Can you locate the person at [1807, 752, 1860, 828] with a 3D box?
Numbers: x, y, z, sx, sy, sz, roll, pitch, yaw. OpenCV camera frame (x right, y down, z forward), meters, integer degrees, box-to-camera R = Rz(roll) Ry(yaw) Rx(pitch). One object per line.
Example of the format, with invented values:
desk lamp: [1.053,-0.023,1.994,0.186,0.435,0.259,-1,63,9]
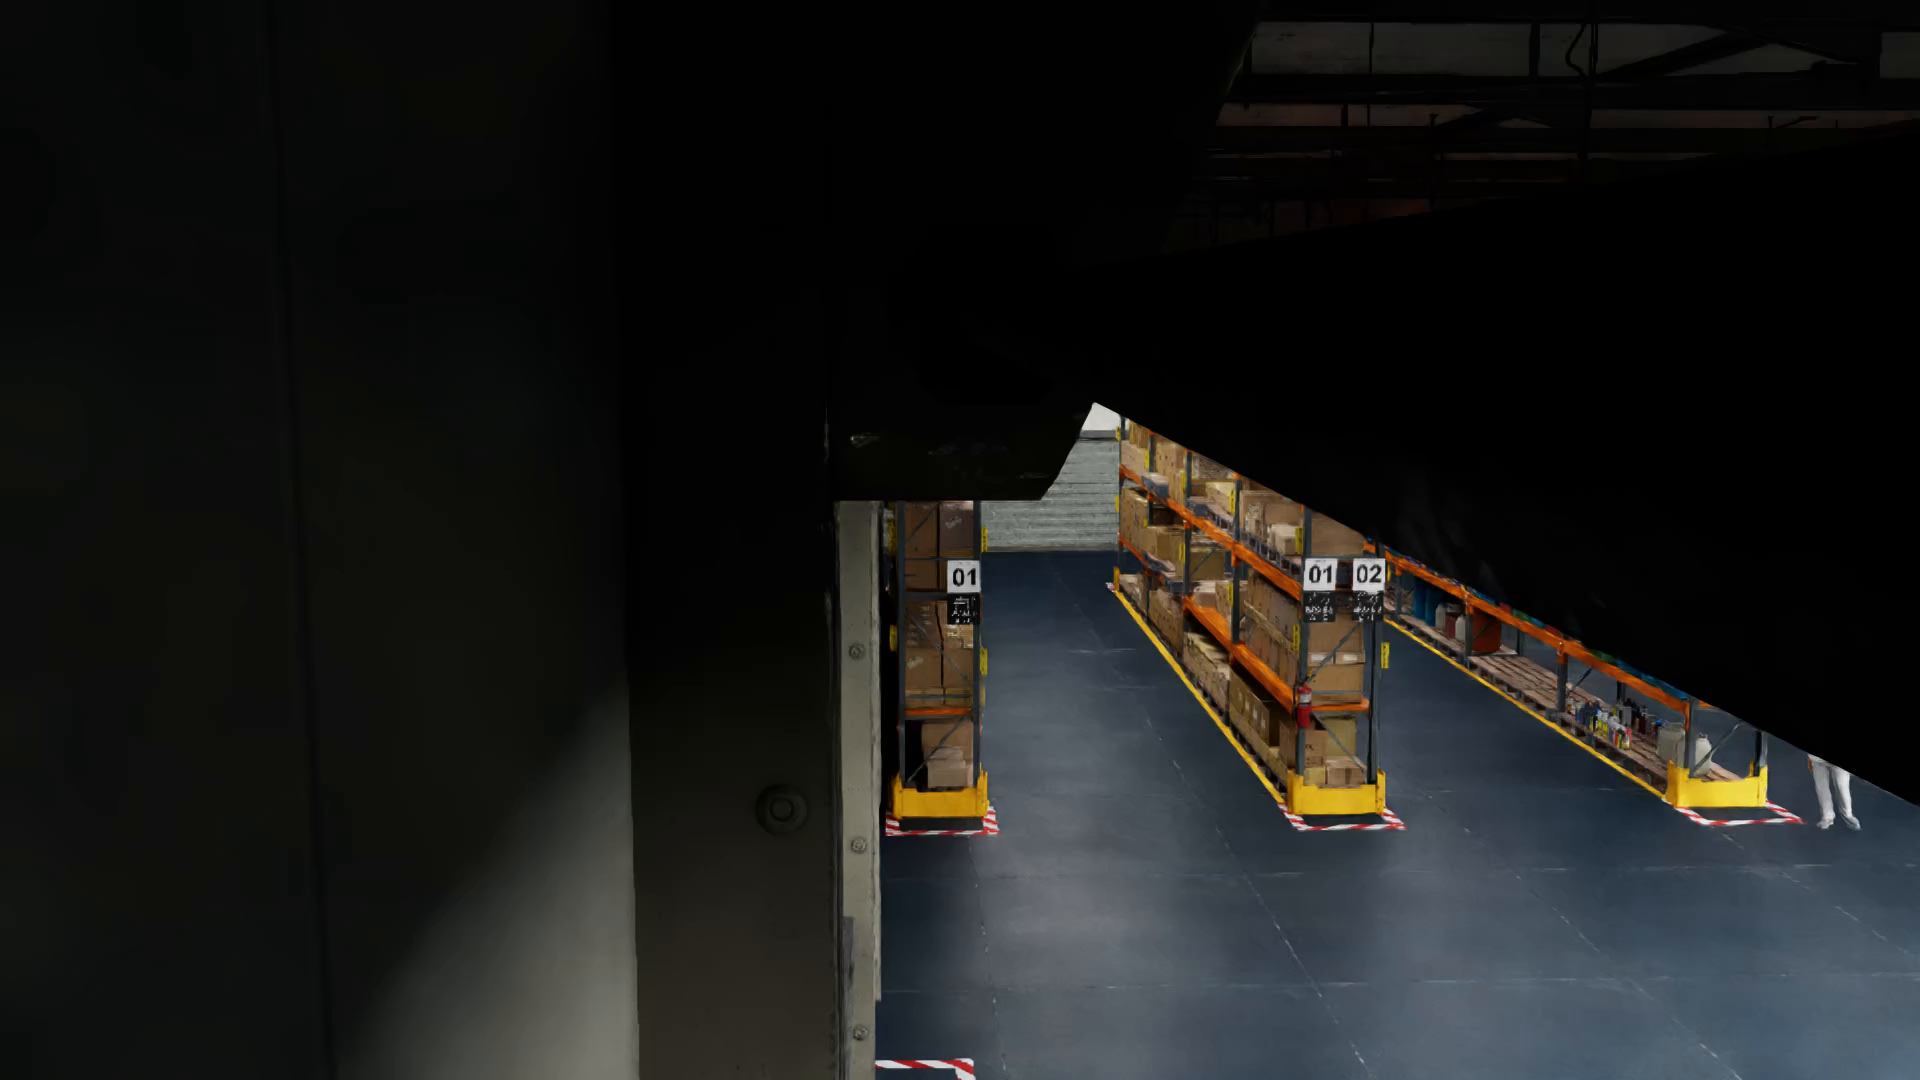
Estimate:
person: [10.517,2.653,19.995,0.626,1.651,0.465,7,11,41]
